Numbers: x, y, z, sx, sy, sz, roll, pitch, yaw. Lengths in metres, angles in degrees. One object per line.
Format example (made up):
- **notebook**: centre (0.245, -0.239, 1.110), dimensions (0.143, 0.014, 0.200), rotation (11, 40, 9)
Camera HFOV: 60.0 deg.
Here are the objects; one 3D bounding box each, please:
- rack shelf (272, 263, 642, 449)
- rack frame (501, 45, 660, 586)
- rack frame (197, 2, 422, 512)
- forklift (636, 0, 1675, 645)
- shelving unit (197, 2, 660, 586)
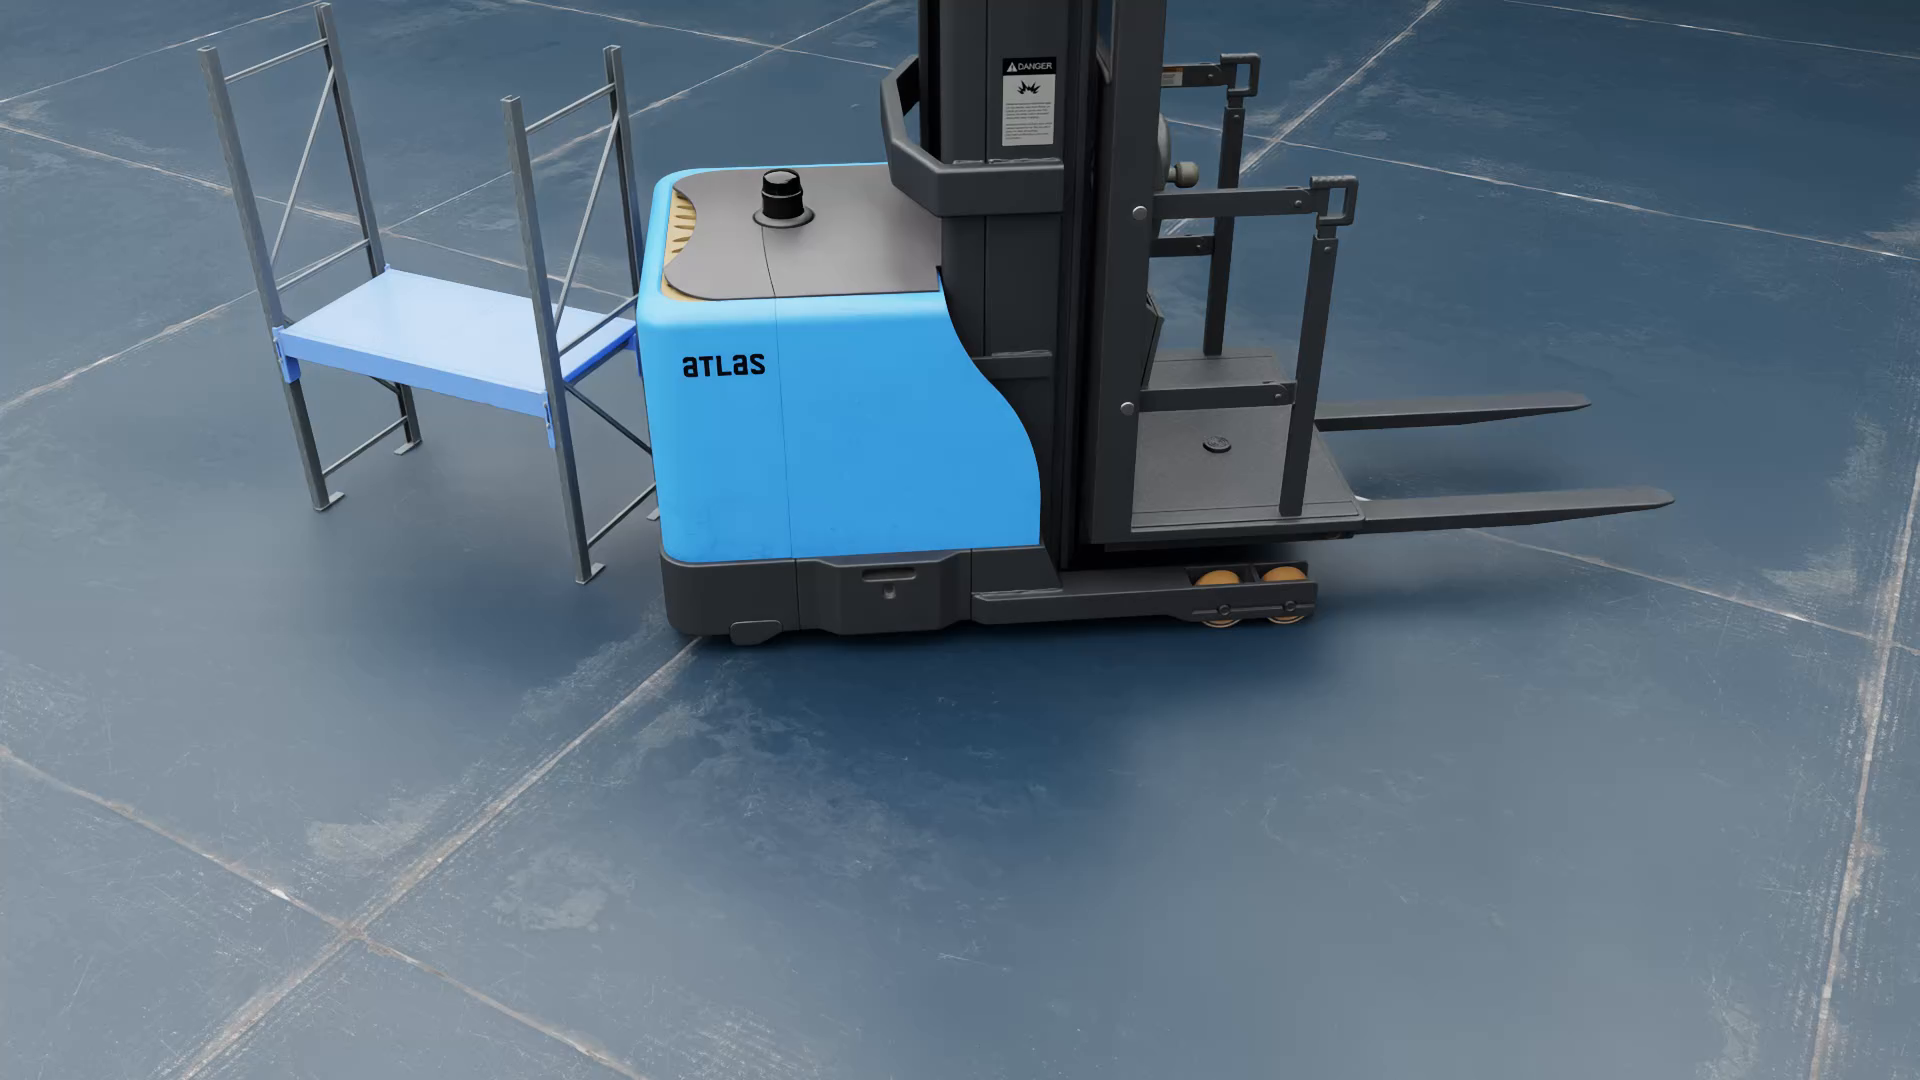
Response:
- **rack shelf**: centre (-1.516, -0.580, 5.093), dimensions (1.000, 0.185, 0.538), rotation (14, 36, 20)
- **rack frame**: centre (-1.052, -0.616, 4.821), dimensions (0.032, 1.500, 0.500), rotation (14, 36, 20)
- **rack frame**: centre (-1.980, -0.845, 5.165), dimensions (0.032, 1.500, 0.500), rotation (14, 36, 20)
- **forklift**: centre (0.624, -1.254, 4.489), dimensions (3.031, 2.935, 1.130), rotation (-3, 34, -5)
- **shelving unit**: centre (-1.516, -0.730, 4.993), dimensions (1.048, 1.500, 0.538), rotation (14, 36, 20)
